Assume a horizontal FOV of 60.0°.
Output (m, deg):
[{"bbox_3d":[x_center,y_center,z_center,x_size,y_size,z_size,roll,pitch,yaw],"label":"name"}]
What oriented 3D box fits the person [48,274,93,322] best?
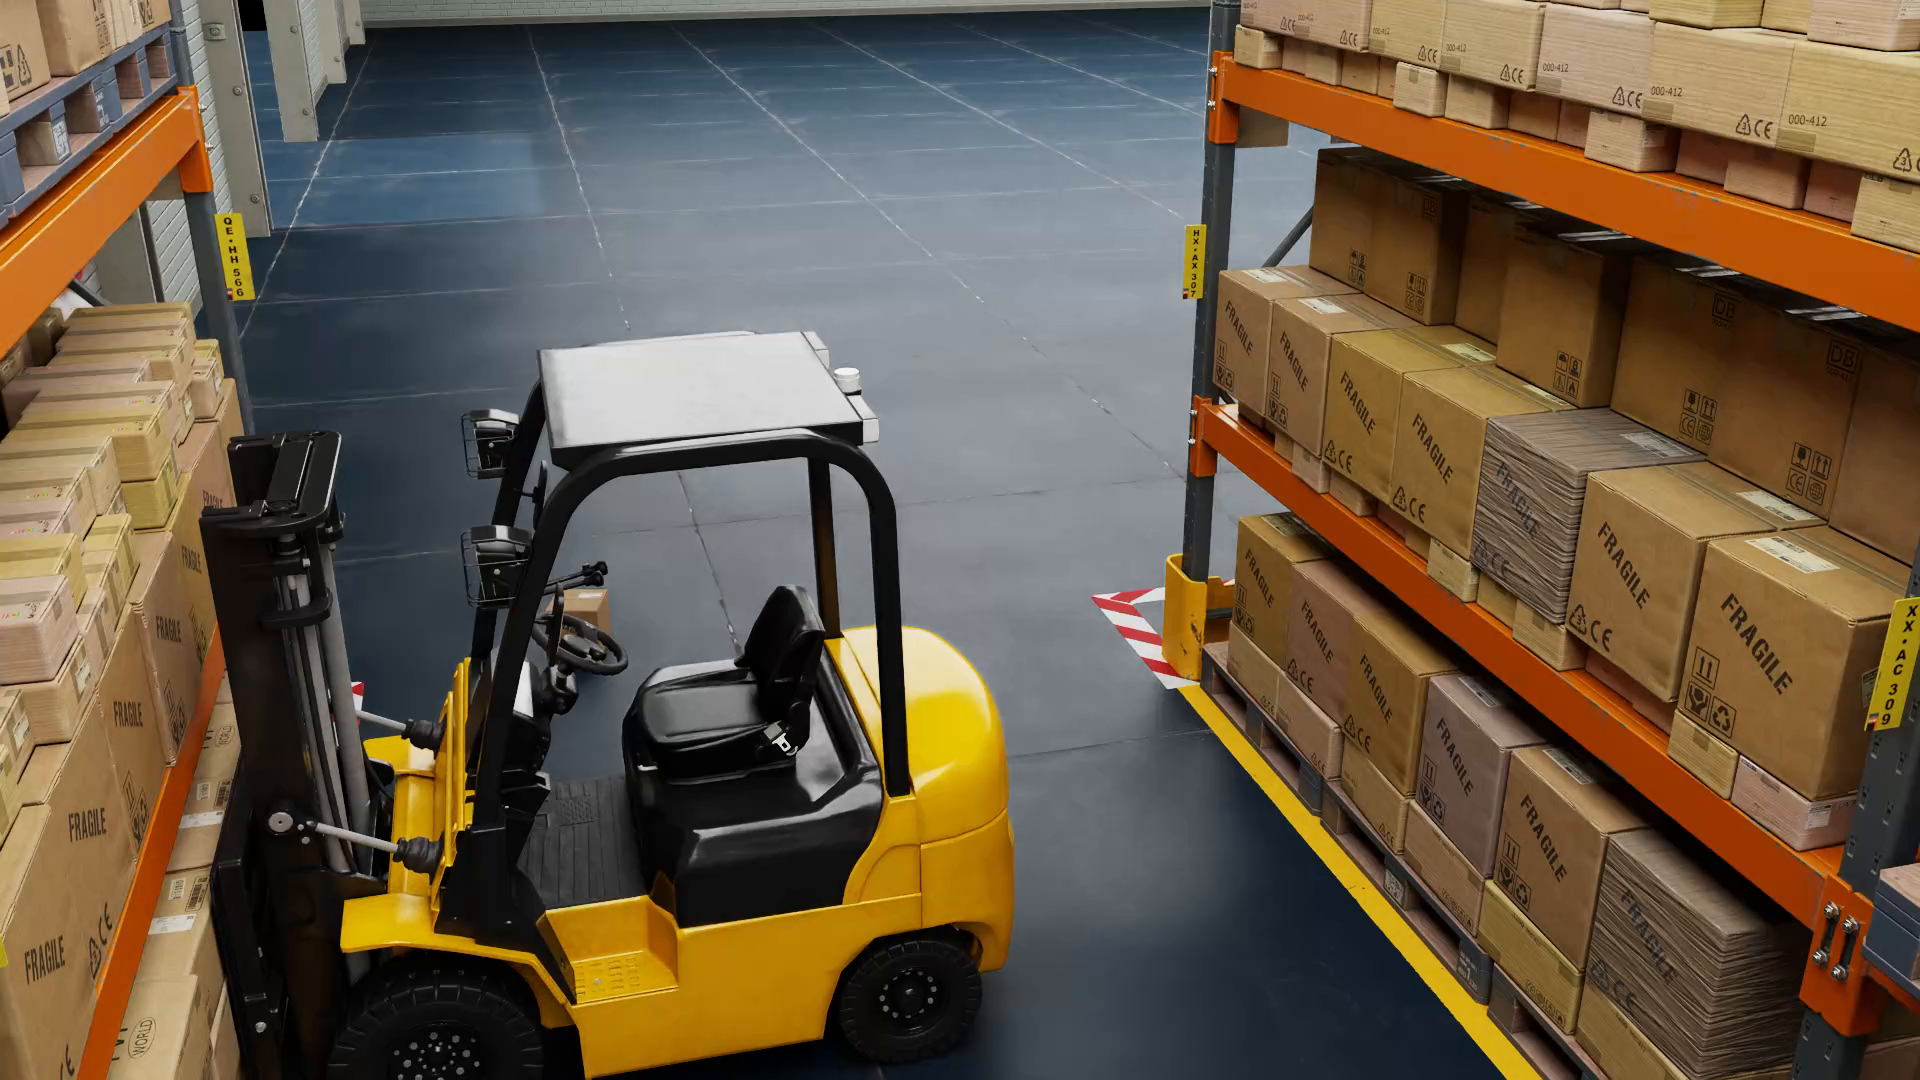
[{"bbox_3d":[-4.668,-0.664,8.646,0.509,1.786,0.655,5,23,13],"label":"person"}]
